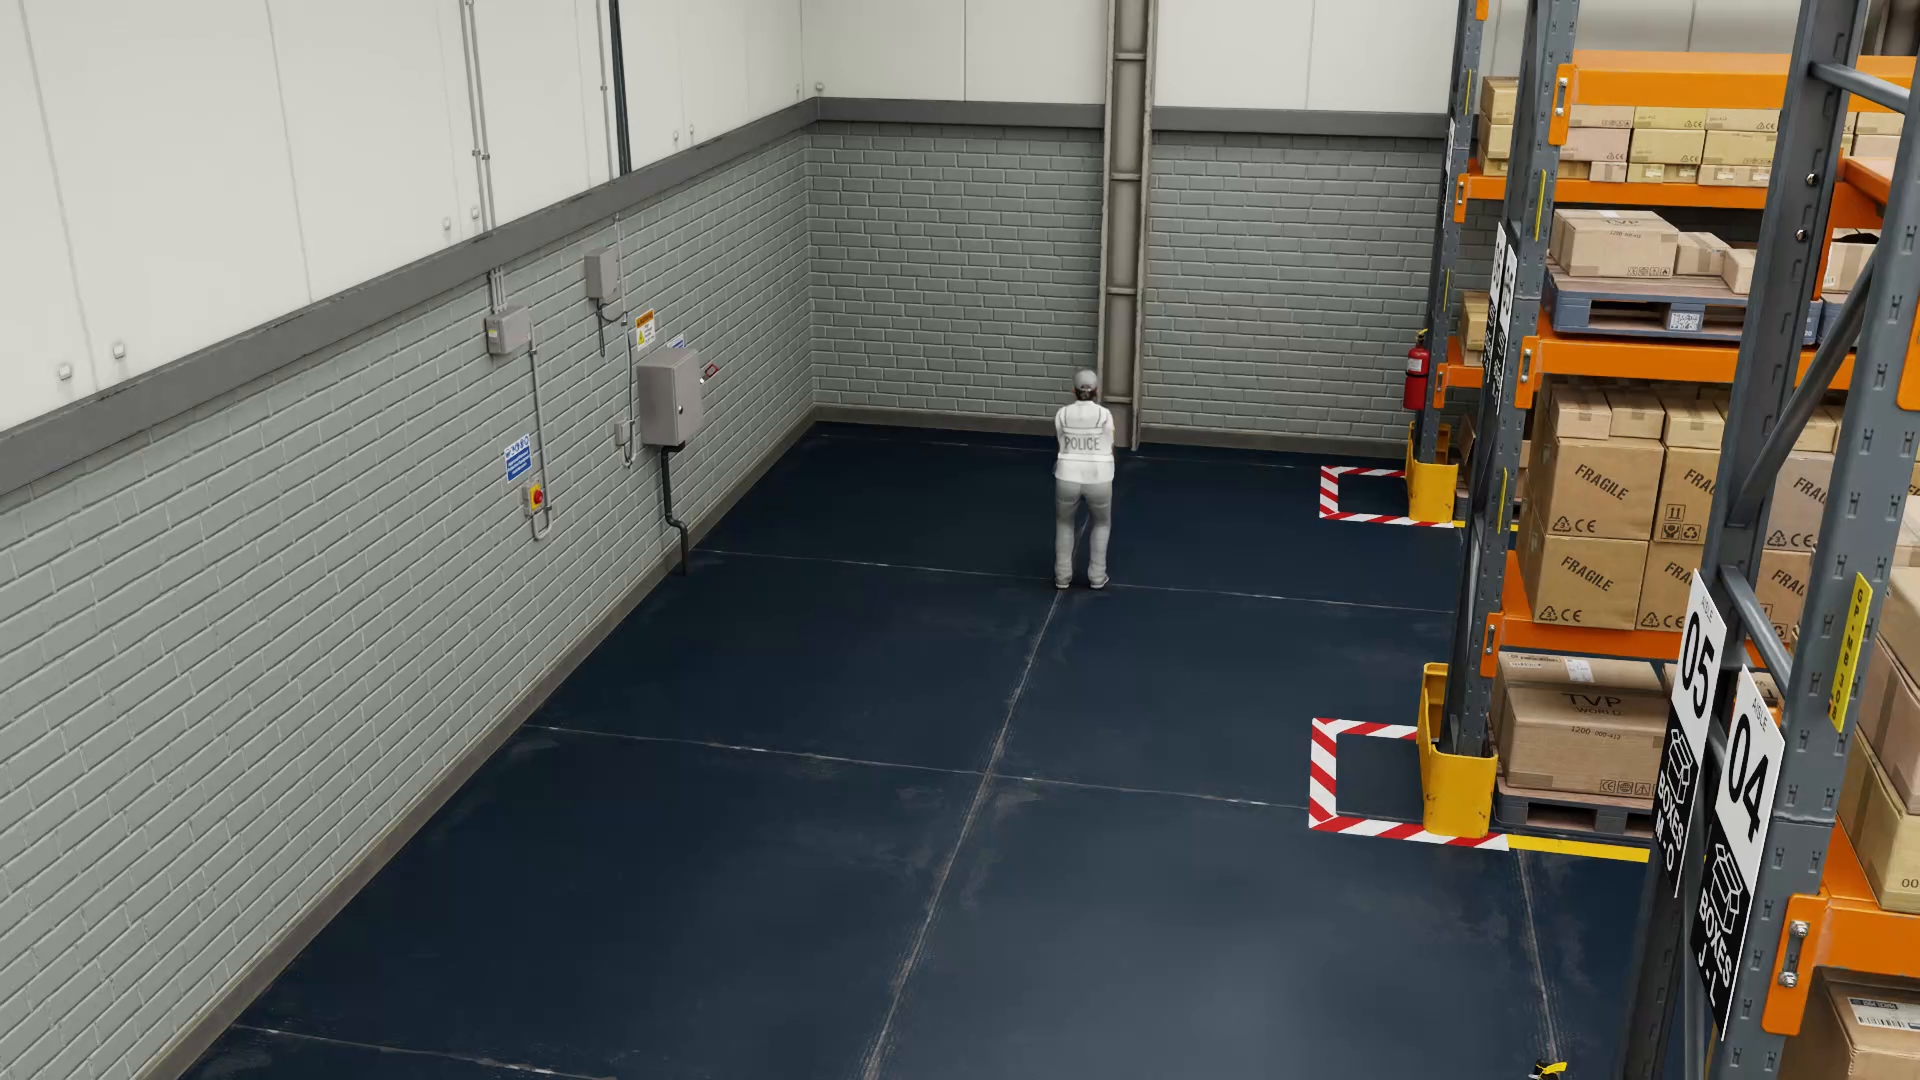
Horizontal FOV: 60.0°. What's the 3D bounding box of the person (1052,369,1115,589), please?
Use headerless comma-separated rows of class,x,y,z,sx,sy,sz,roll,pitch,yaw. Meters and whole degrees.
person,0.913,-0.447,12.230,0.452,1.657,0.563,4,22,10
